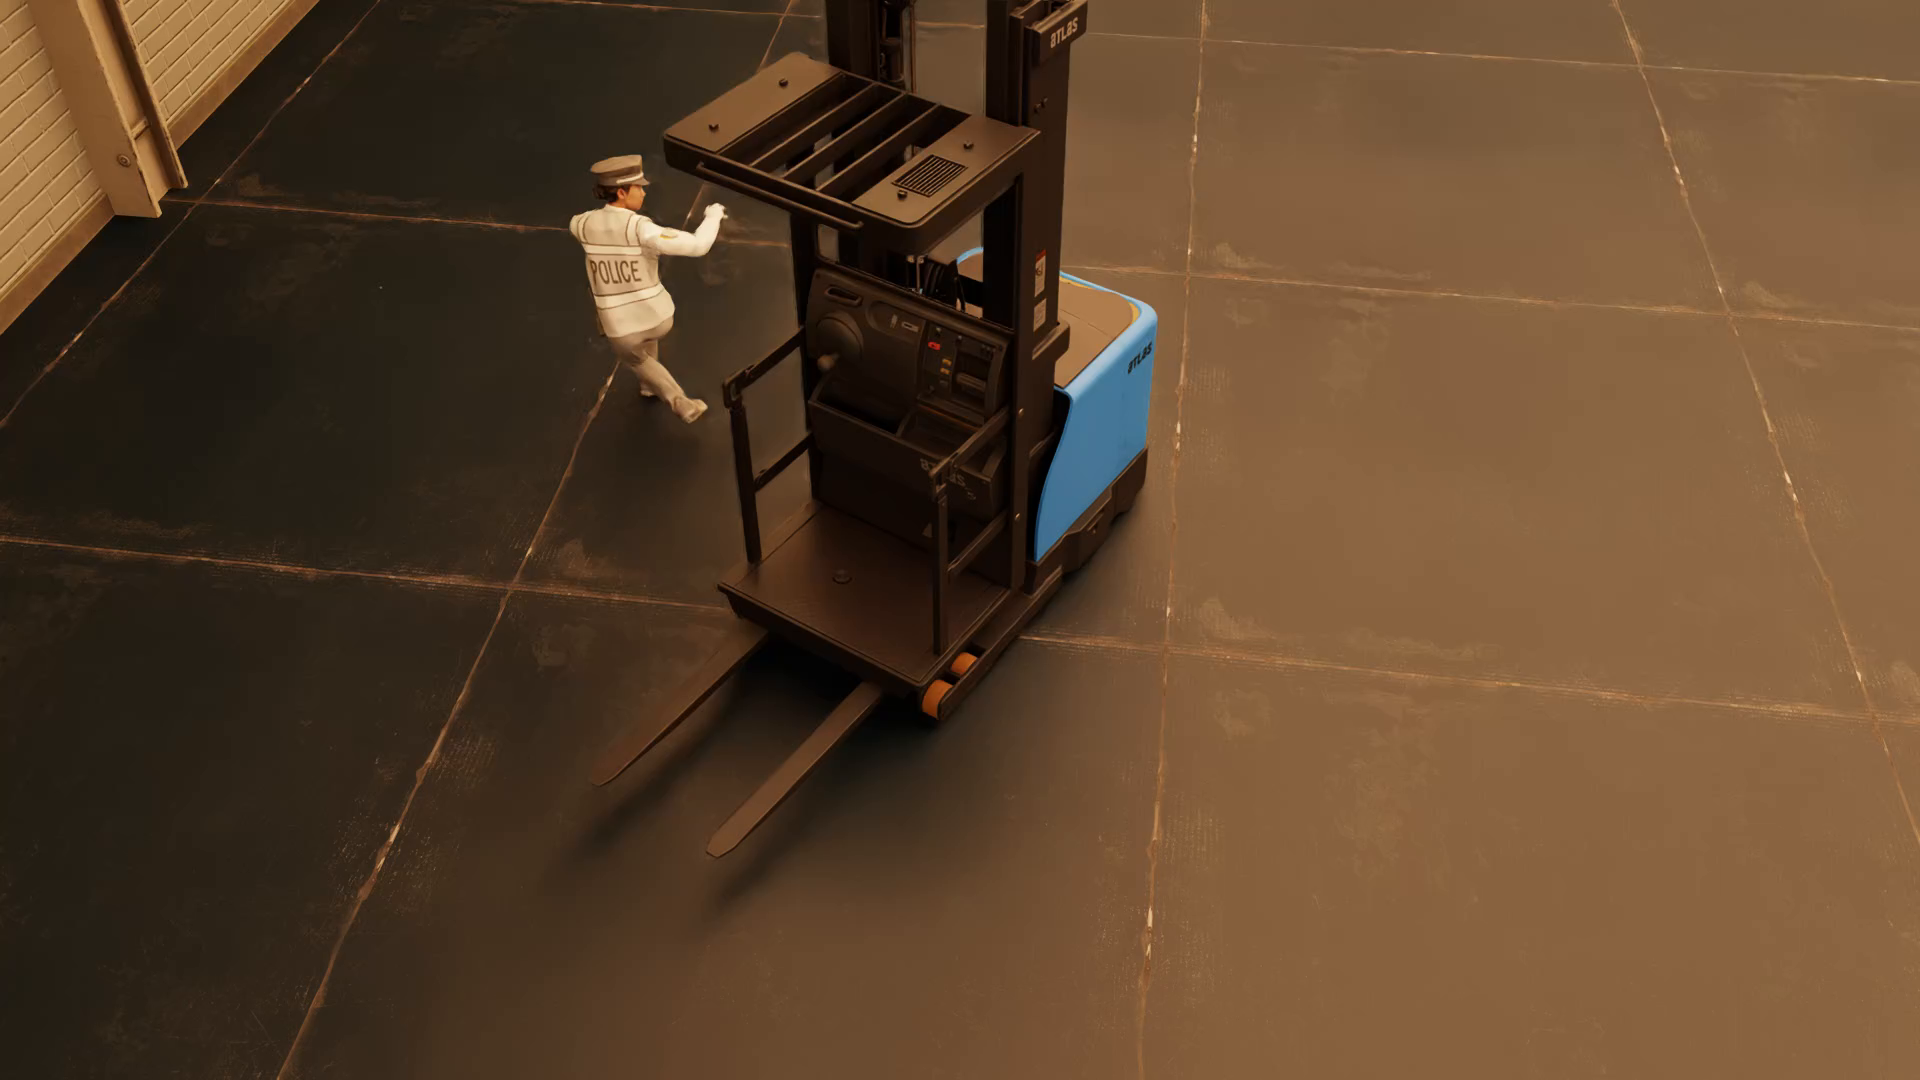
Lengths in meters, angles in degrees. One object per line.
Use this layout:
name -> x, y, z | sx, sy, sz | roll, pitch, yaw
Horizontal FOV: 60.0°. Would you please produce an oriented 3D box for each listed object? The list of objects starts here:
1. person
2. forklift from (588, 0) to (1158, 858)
person -> -1.508, -1.296, 8.278 | 0.760, 1.422, 1.047 | -9, 43, -10
forklift -> -0.341, -0.692, 6.477 | 1.130, 2.935, 3.031 | 25, 48, 24
